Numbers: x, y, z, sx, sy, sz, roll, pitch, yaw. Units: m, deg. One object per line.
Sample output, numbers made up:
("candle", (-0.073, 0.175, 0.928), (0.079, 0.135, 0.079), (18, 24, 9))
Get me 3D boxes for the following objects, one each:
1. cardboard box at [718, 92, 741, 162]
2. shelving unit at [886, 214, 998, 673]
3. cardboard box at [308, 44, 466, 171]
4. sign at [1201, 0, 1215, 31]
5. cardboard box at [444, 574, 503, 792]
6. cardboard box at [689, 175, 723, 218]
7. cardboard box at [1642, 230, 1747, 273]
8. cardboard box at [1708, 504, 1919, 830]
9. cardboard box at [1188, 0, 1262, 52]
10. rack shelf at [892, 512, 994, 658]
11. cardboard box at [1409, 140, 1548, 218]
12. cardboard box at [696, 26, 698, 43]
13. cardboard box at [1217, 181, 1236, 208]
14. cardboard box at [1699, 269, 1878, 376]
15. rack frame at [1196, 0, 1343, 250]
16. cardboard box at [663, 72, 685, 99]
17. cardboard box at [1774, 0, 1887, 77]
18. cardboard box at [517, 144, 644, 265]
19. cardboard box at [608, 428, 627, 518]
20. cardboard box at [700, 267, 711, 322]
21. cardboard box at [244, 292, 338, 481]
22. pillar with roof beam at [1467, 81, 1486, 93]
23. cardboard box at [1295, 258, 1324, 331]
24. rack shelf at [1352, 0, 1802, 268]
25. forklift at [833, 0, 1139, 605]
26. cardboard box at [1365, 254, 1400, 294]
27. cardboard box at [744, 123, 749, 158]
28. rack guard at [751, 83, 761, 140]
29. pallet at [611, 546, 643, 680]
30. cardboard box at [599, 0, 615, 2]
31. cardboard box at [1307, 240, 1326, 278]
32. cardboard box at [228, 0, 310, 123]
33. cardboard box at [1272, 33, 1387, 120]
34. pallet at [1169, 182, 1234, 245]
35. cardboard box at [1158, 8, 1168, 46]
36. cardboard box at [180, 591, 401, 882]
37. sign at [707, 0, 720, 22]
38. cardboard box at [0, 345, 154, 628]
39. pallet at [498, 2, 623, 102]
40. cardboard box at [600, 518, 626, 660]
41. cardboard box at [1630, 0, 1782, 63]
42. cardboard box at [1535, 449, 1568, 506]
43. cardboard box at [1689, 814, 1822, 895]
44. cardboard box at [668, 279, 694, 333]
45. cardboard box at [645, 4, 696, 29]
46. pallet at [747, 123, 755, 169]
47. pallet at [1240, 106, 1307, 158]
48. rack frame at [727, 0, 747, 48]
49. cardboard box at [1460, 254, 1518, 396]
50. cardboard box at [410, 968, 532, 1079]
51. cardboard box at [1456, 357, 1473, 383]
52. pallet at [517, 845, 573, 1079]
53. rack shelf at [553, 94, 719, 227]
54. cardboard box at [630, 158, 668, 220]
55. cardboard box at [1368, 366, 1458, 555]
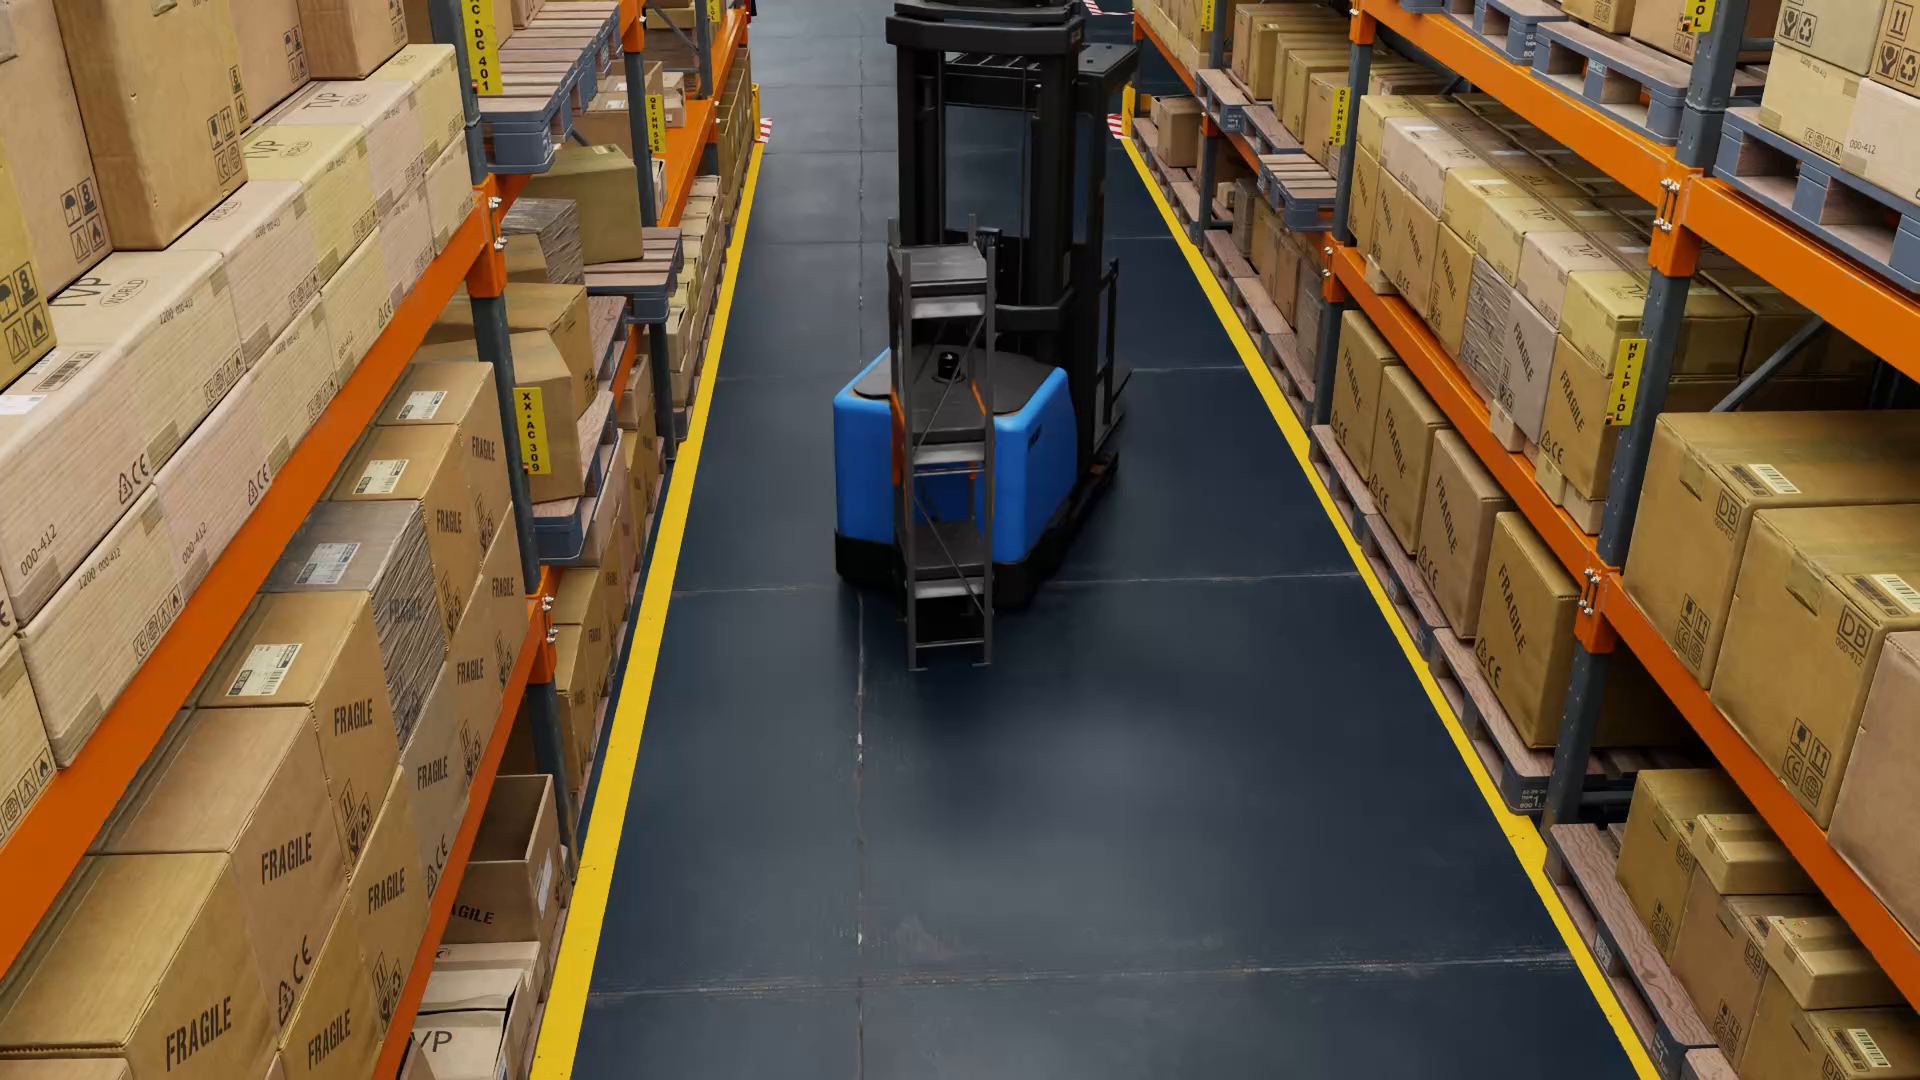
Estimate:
("cardboard box", (-2.217, -3.655, 14.723), (0.500, 0.500, 0.500), (-1, 28, -3))
("shelving unit", (-0.087, -0.420, 7.784), (0.431, 2.100, 0.503), (-4, 28, -8))
("cardboard box", (-1.739, -1.245, 4.771), (0.500, 0.250, 0.500), (-1, 28, -3))
("sign", (1.952, -4.161, 13.048), (0.100, 0.325, 0.005), (-1, 28, -3))
("cardboard box", (-1.725, 0.441, 5.053), (0.500, 0.500, 0.500), (-1, 28, -1))
("cardboard box", (-2.146, -2.708, 13.111), (0.500, 0.311, 0.500), (-1, 28, -3))
("cardboard box", (3.113, -1.077, 6.808), (0.500, 0.250, 0.500), (-1, 28, -2))
("cardboard box", (2.956, 0.356, 4.999), (0.980, 0.700, 0.700), (-2, 28, -4))
("cardboard box", (2.160, -4.279, 13.541), (0.500, 0.500, 0.500), (-1, 28, -3))
("rack shelf", (-0.087, 0.213, 8.114), (0.431, 0.518, 0.480), (-4, 28, -8))
("cardboard box", (2.527, -1.769, 8.136), (0.500, 0.250, 0.500), (-1, 28, -2))
("cardboard box", (-2.517, -4.165, 13.883), (0.700, 0.500, 0.500), (-2, 28, -3))
("cardboard box", (2.435, -2.979, 14.305), (0.380, 0.166, 0.250), (-5, 28, -9))
("cardboard box", (3.147, -0.835, 6.346), (0.500, 0.250, 0.500), (-1, 28, -1))
("rack frame", (2.493, -3.793, 13.280), (1.000, 3.000, 0.127), (-1, 28, -3))
("cardboard box", (-2.384, -3.379, 12.648), (0.500, 0.250, 0.500), (0, 28, 1))
("cardboard box", (2.668, -1.589, 4.599), (0.500, 0.500, 0.500), (-2, 28, -3))
("cardboard box", (-2.099, -1.767, 8.833), (0.700, 0.500, 0.500), (-11, 29, -20))
("cardboard box", (-1.897, -0.320, 8.036), (0.500, 0.250, 0.500), (-2, 28, -4))
("cardboard box", (-2.065, -1.750, 11.880), (0.500, 0.250, 0.500), (-1, 28, -2))
("cardboard box", (-1.673, -0.330, 3.558), (0.500, 0.250, 0.500), (-1, 28, -3))
("pillar with roof beam", (-0.801, -5.123, 9.342), (9.100, 9.000, 0.400), (-1, 28, -3))
("cardboard box", (2.702, -1.605, 11.311), (0.700, 0.500, 0.500), (-1, 28, -3))
("rack shelf", (2.807, -2.034, 7.440), (1.077, 0.370, 4.000), (-1, 28, -3))
("forklift", (0.313, -1.631, 9.207), (1.130, 2.935, 3.031), (9, 29, 17))
("cardboard box", (2.422, -1.445, 9.026), (0.380, 0.149, 0.250), (-1, 28, -1))
("cardboard box", (-2.273, -3.784, 15.782), (0.500, 0.250, 0.500), (-1, 28, -3))
("rack guard", (-2.664, -4.422, 17.188), (1.175, 0.500, 0.348), (-1, 28, -3))
("pallet", (-2.183, 0.319, 8.410), (1.003, 0.211, 1.213), (-1, 28, -3))
("cardboard box", (-2.162, -2.763, 7.952), (0.910, 0.500, 0.500), (-1, 28, -3))
("cardboard box", (2.645, -1.961, 11.184), (0.500, 0.250, 0.500), (-1, 28, -2))
("cardboard box", (-2.088, -1.337, 4.137), (0.700, 0.500, 0.500), (-1, 28, -3))
("cardboard box", (2.573, -3.235, 11.626), (0.700, 0.500, 0.500), (2, 28, 4))
("pallet", (2.423, -2.866, 14.518), (1.003, 0.211, 1.213), (-1, 28, -3))
("cardboard box", (2.079, -4.642, 15.047), (0.500, 0.250, 0.500), (-1, 28, -2))
("cardboard box", (-1.670, 0.464, 3.928), (0.500, 0.500, 0.500), (-2, 28, -3))
("sign", (-1.912, -4.168, 12.831), (0.100, 0.325, 0.005), (-1, 28, -3))
("cardboard box", (-1.613, -0.090, 2.557), (0.500, 0.250, 0.500), (-1, 28, -3))
("pallet", (-2.057, -2.006, 6.812), (1.213, 0.211, 1.003), (-1, 28, -3))
("cardboard box", (-1.875, 0.229, 7.794), (0.500, 0.500, 0.500), (-1, 28, -2))
("cardboard box", (2.975, -2.077, 6.162), (0.700, 0.500, 0.500), (-3, 28, -5))
("cardboard box", (2.574, -0.262, 6.758), (0.380, 0.149, 0.250), (-1, 28, -2))
("cardboard box", (2.683, 1.046, 5.548), (0.380, 0.149, 0.250), (0, 28, -1))
("cardboard box", (-2.015, -1.532, 10.856), (0.500, 0.311, 0.500), (-2, 28, -4))
("cardboard box", (-2.274, -4.133, 13.121), (0.380, 0.149, 0.250), (-1, 28, -3))
("pallet", (-2.581, -3.931, 16.558), (1.003, 0.211, 1.213), (-1, 28, -3))
("pallet", (2.558, -2.774, 11.533), (1.003, 0.211, 1.213), (-1, 28, -3))
("rack frame", (-2.662, -5.519, 16.589), (1.000, 3.000, 0.127), (-1, 28, -3))
("cardboard box", (2.581, -0.959, 7.393), (0.500, 0.500, 0.500), (-1, 28, -3))
("cardboard box", (-1.684, 1.622, 5.328), (0.500, 0.311, 0.500), (-1, 28, -3))
("cardboard box", (2.586, -0.856, 7.899), (0.380, 0.149, 0.250), (-1, 28, -1))
("pallet", (-2.001, 1.576, 6.000), (1.003, 0.211, 1.213), (-1, 28, -3))
("rack shelf", (-2.349, -2.430, 11.443), (1.077, 0.370, 4.000), (-1, 28, -3))
("cardboard box", (-2.098, -2.203, 10.327), (0.500, 0.311, 0.500), (-2, 28, -3))
("cardboard box", (2.649, -0.432, 8.705), (0.750, 0.750, 0.750), (-2, 28, -3))
